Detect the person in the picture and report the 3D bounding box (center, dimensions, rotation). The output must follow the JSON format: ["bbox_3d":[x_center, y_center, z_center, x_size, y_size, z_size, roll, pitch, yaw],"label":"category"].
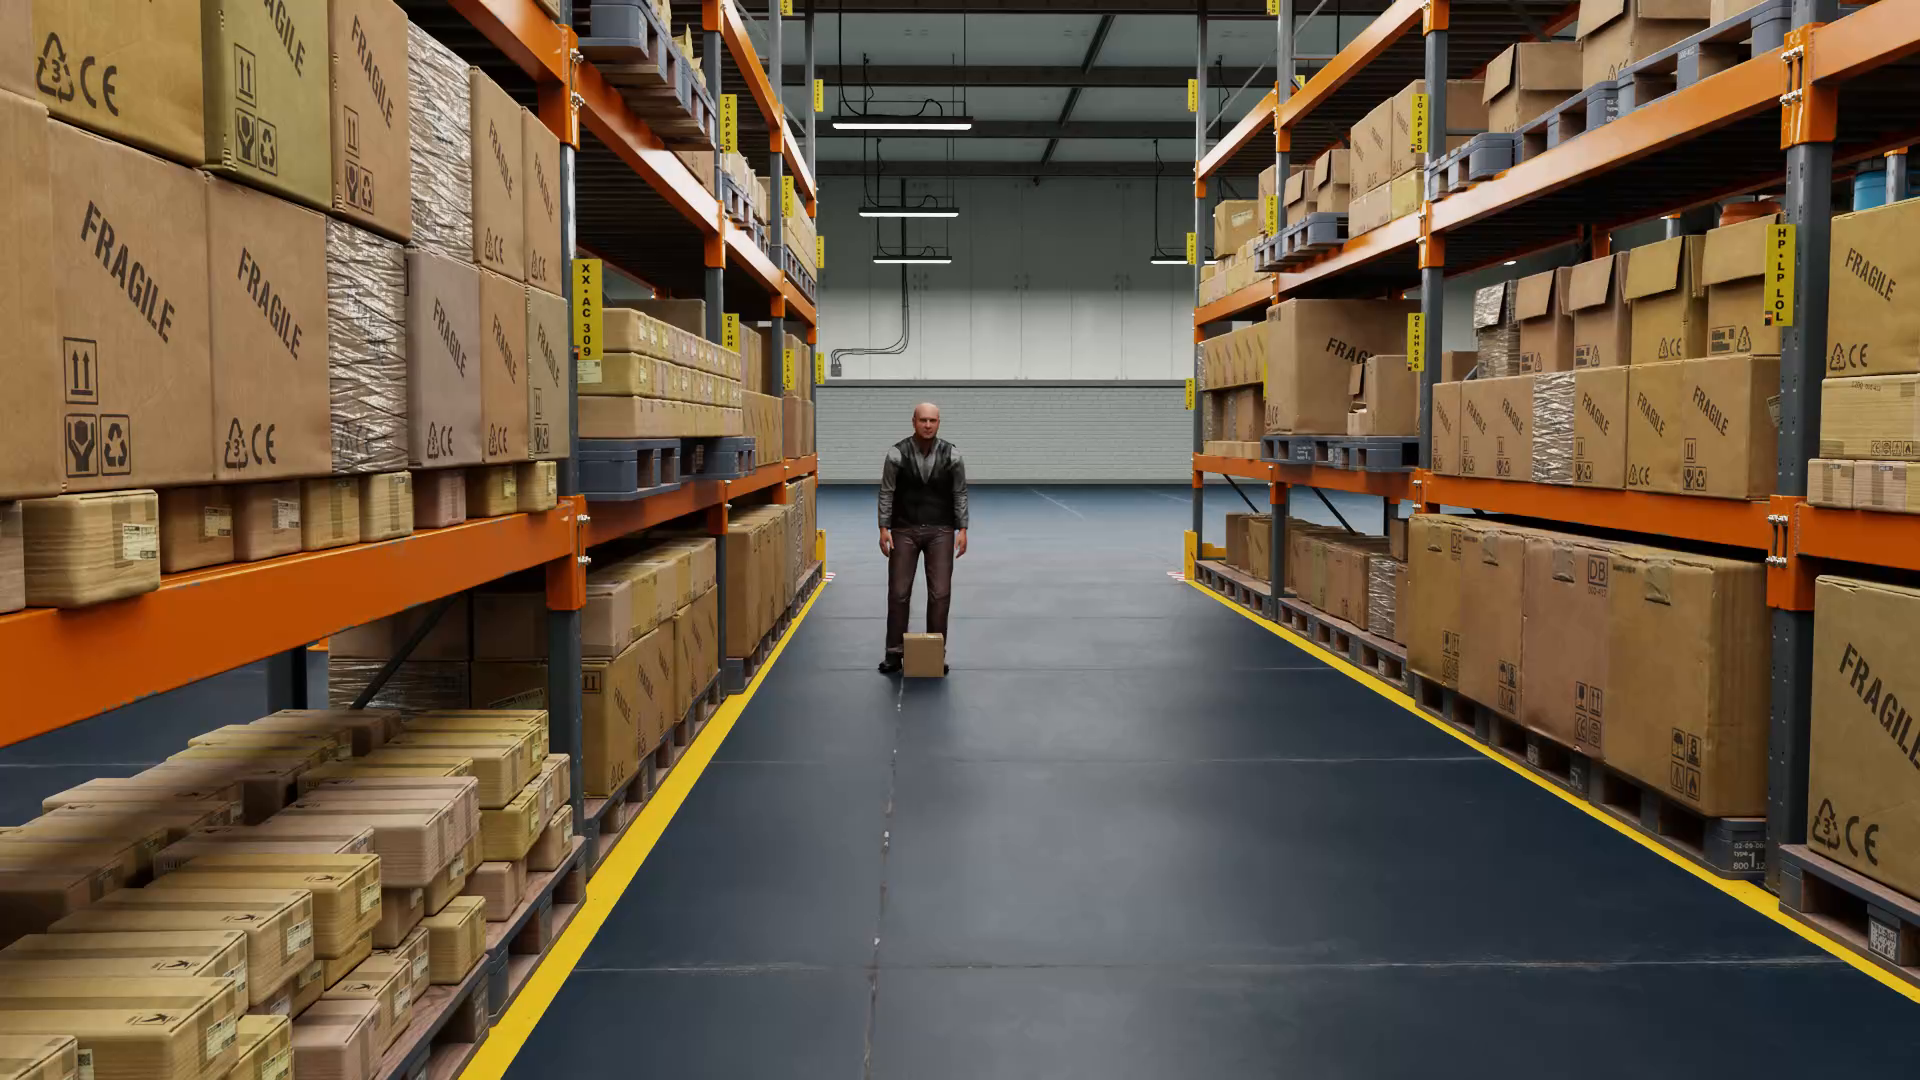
[{"bbox_3d":[-0.238,-0.021,10.732,0.594,1.722,0.469,0,4,-5],"label":"person"}]
